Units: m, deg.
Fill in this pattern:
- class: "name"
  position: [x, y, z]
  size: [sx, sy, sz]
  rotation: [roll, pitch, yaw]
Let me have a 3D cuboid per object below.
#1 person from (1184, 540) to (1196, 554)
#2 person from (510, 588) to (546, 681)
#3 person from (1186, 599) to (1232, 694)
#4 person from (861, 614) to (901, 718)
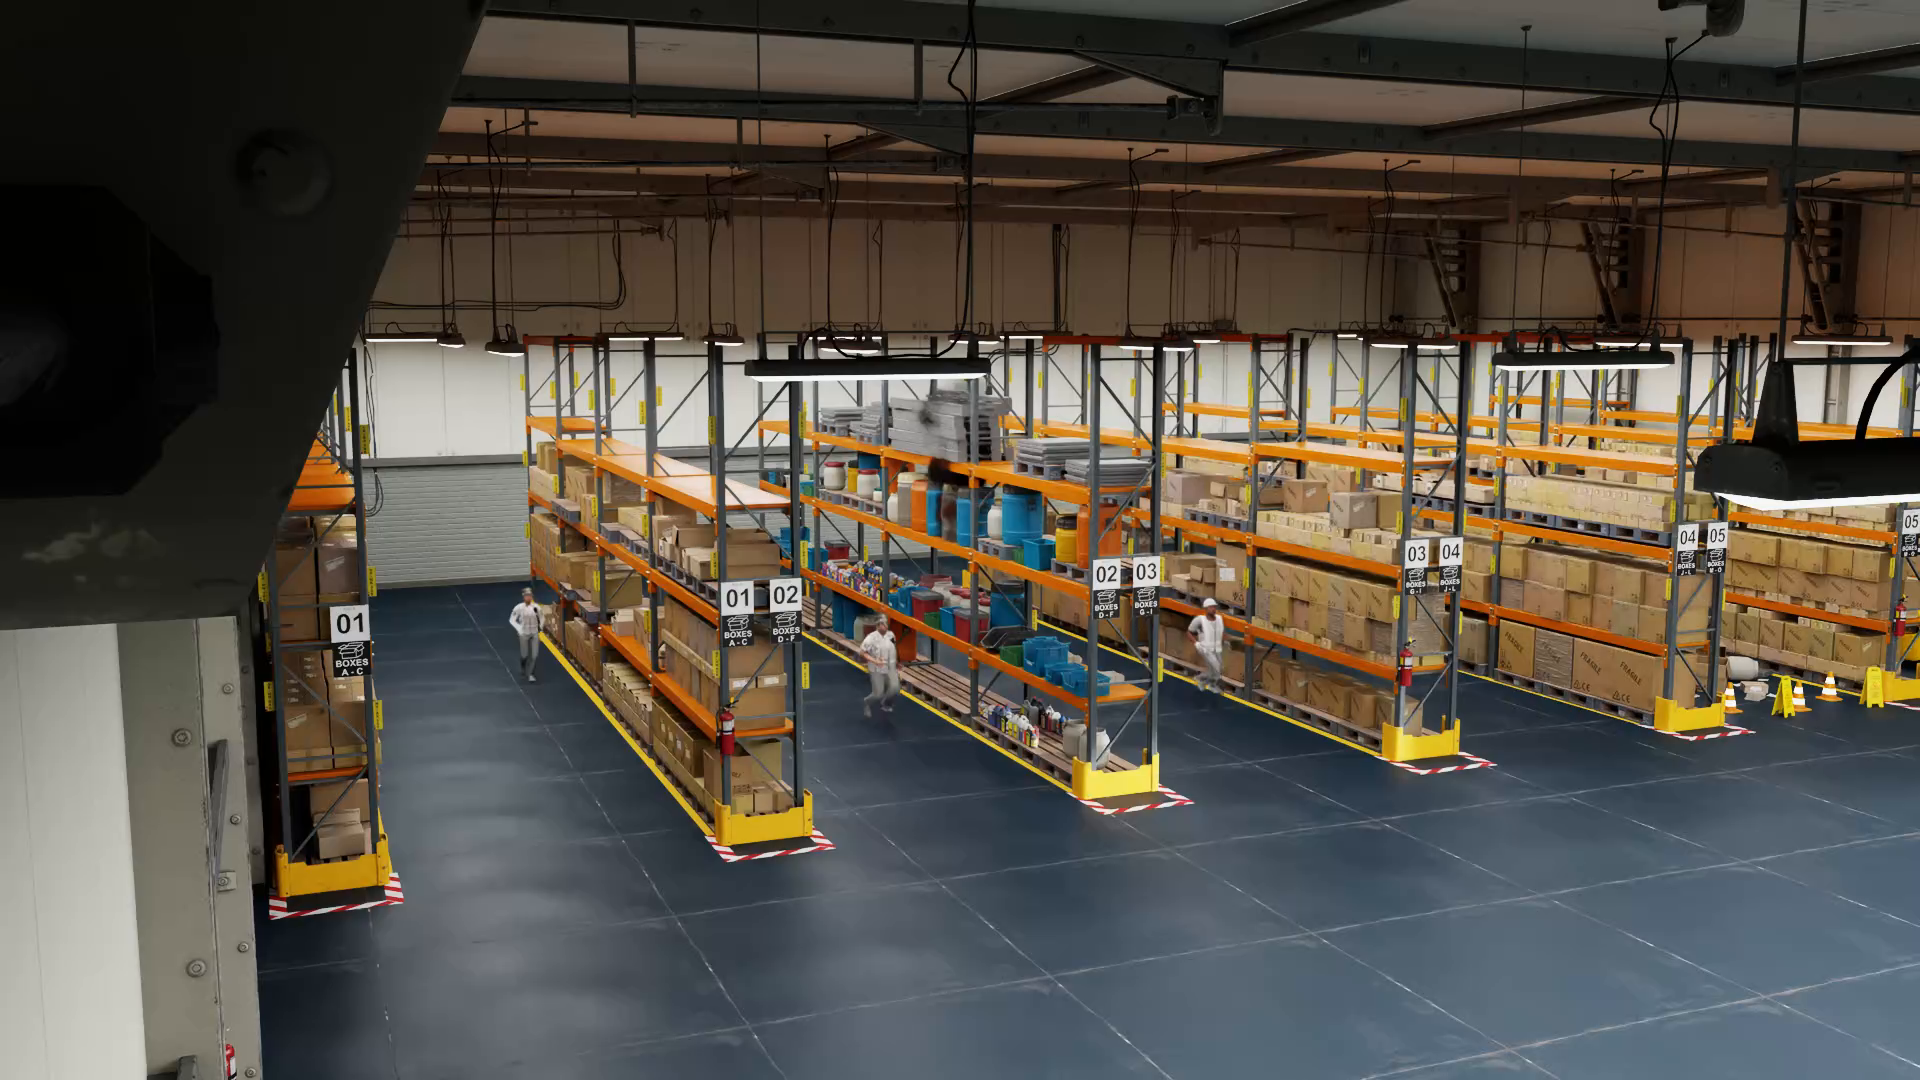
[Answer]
- class: "person"
  position: [5.879, -0.205, 42.654]
  size: [0.715, 1.762, 0.660]
  rotation: [-6, 9, -36]
- class: "person"
  position: [-7.543, 1.654, 29.122]
  size: [0.614, 1.636, 0.558]
  rotation: [-4, 8, -26]
- class: "person"
  position: [4.062, 1.751, 27.126]
  size: [0.680, 1.608, 0.869]
  rotation: [-4, 8, -25]
- class: "person"
  position: [-1.201, 1.972, 25.779]
  size: [0.664, 1.683, 0.760]
  rotation: [-5, 9, -33]
